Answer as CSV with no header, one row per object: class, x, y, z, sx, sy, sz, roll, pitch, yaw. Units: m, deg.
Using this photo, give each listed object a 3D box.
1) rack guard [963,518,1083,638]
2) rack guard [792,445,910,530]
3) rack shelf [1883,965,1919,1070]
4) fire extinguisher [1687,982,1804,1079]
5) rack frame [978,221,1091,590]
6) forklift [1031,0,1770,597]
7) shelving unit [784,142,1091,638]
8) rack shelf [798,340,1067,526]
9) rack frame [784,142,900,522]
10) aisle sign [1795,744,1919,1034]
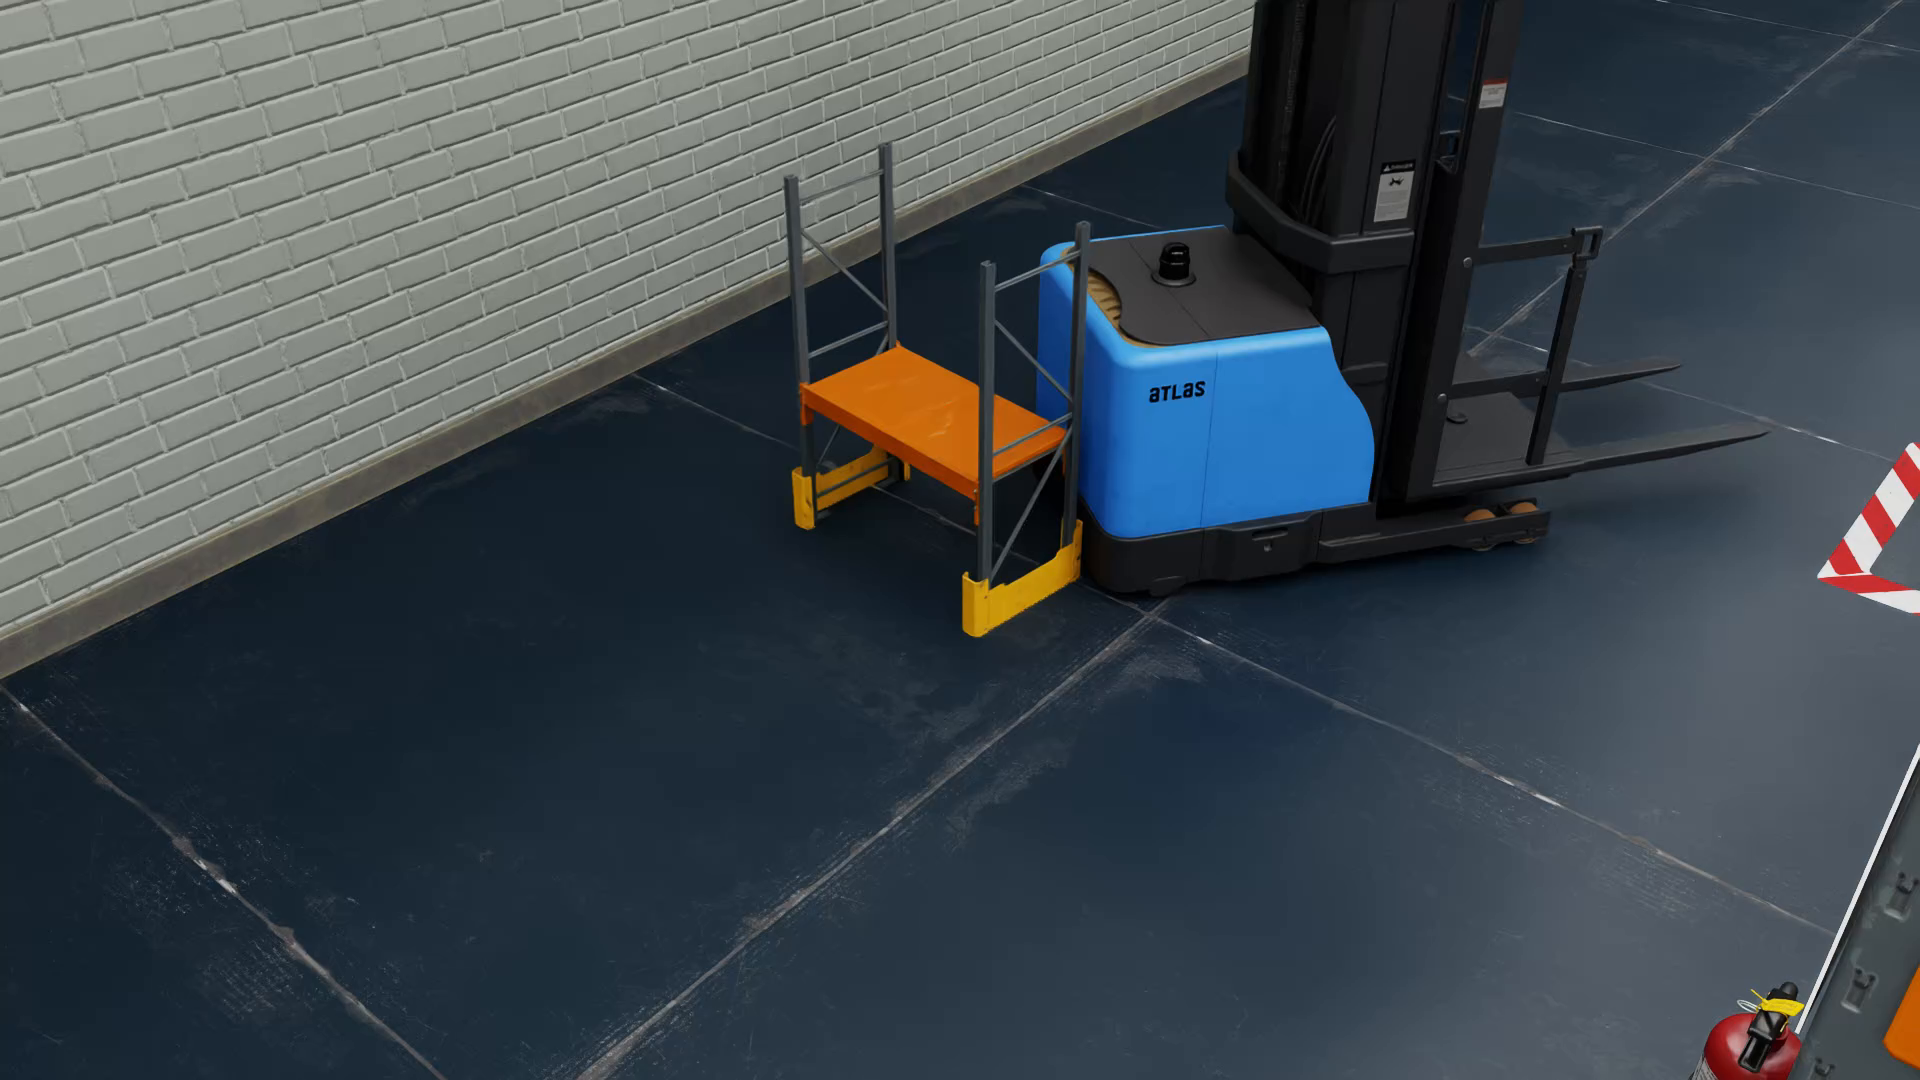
rack guard,0.242,0.136,6.332,0.587,0.250,0.087,-28,44,-35
rack guard,-0.447,-0.272,6.925,0.587,0.250,0.087,-28,44,-35
rack shelf,2.787,0.860,0.833,4.000,0.370,1.077,25,42,32
fire extinguisher,1.425,1.009,3.029,0.183,0.674,0.296,25,42,32
rack frame,0.255,-0.372,5.966,0.500,1.500,0.032,-28,44,-35
forklift,1.877,-1.444,6.264,3.031,2.935,1.130,-9,35,-12
shelving unit,-0.102,-0.583,6.275,0.587,1.500,1.083,-28,44,-35
rack shelf,-0.096,-0.431,6.371,0.538,0.185,1.000,-28,44,-35
rack frame,-0.448,-0.788,6.572,0.500,1.500,0.032,-28,44,-35
aisle sign,1.004,0.107,1.648,0.004,0.787,0.394,25,42,32
